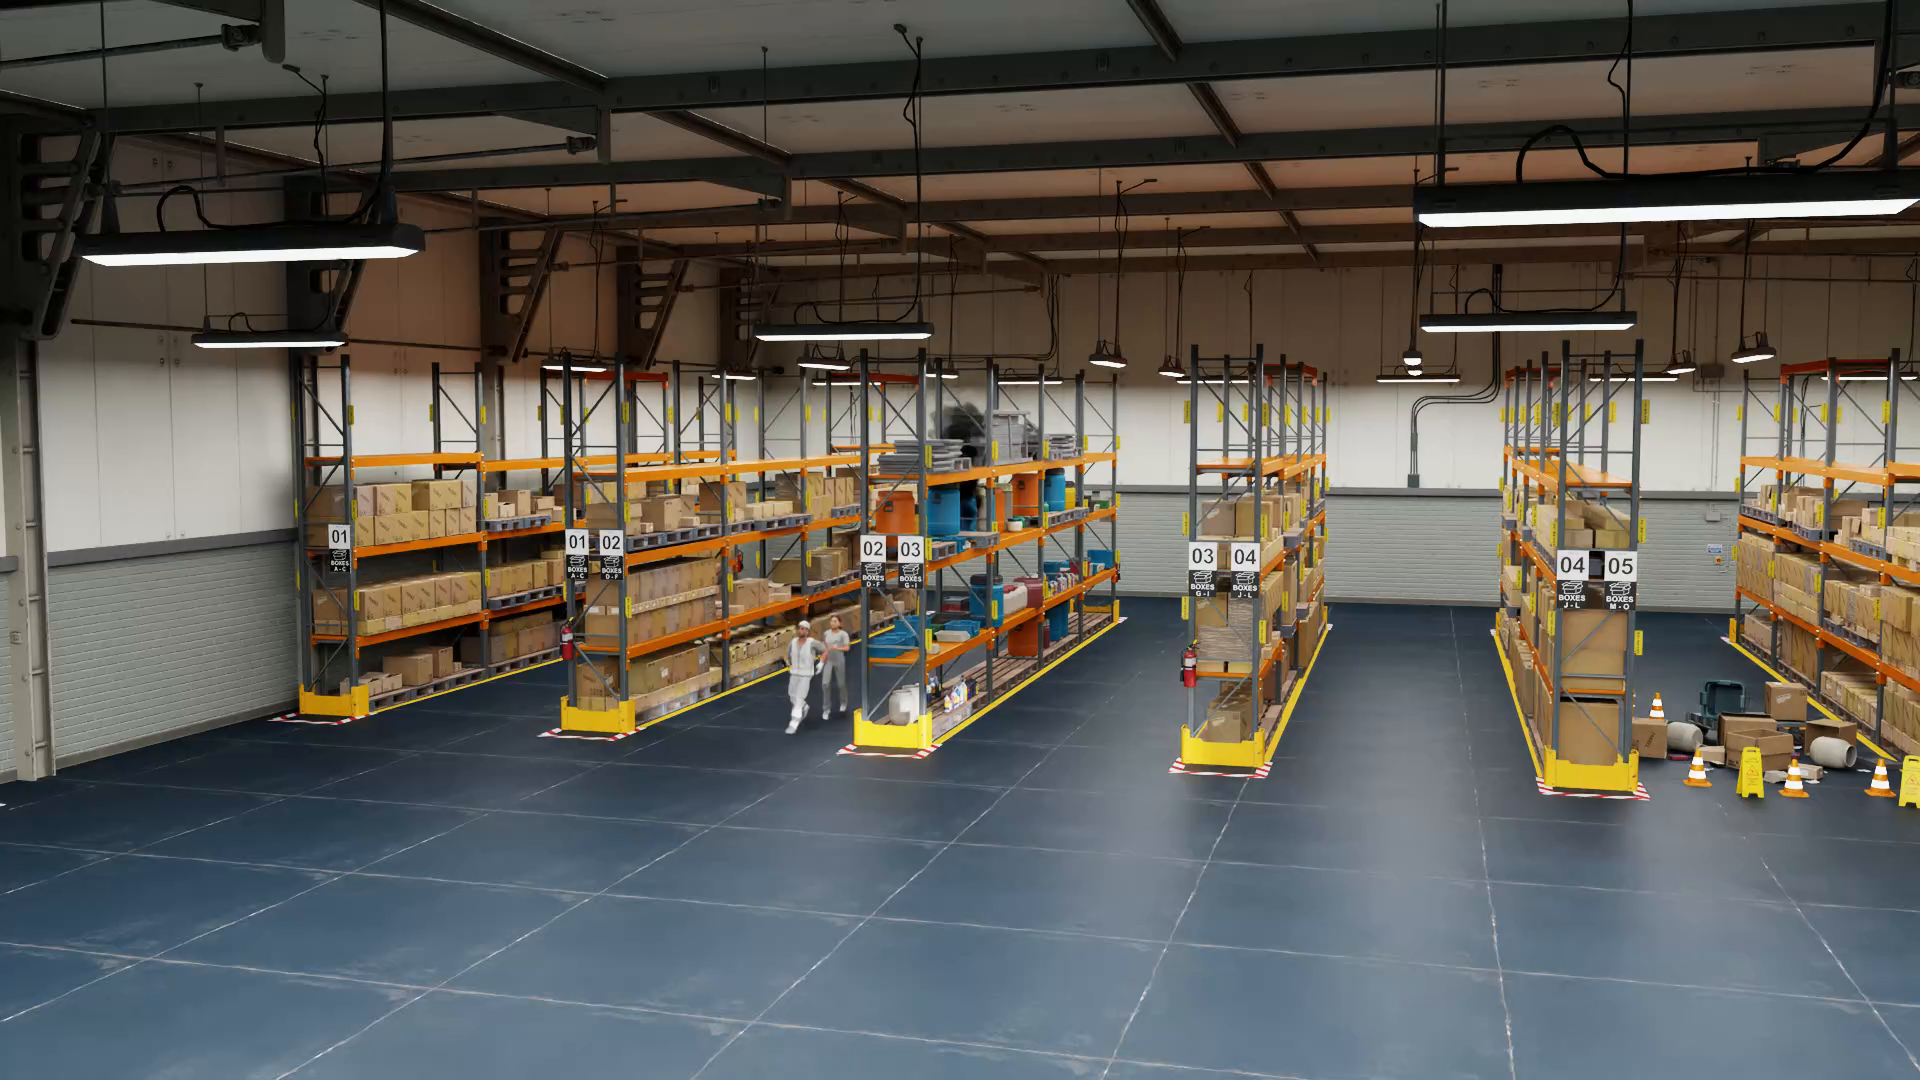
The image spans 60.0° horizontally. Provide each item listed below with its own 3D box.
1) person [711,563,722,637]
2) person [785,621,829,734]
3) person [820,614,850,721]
[{"bbox_3d":[-5.382,1.379,36.750,0.715,1.735,0.826,1,4,7],"label":"person"},{"bbox_3d":[-2.524,2.132,26.296,0.675,1.697,0.972,2,5,21],"label":"person"},{"bbox_3d":[-2.074,2.084,27.613,0.543,1.710,0.840,1,4,11],"label":"person"}]
